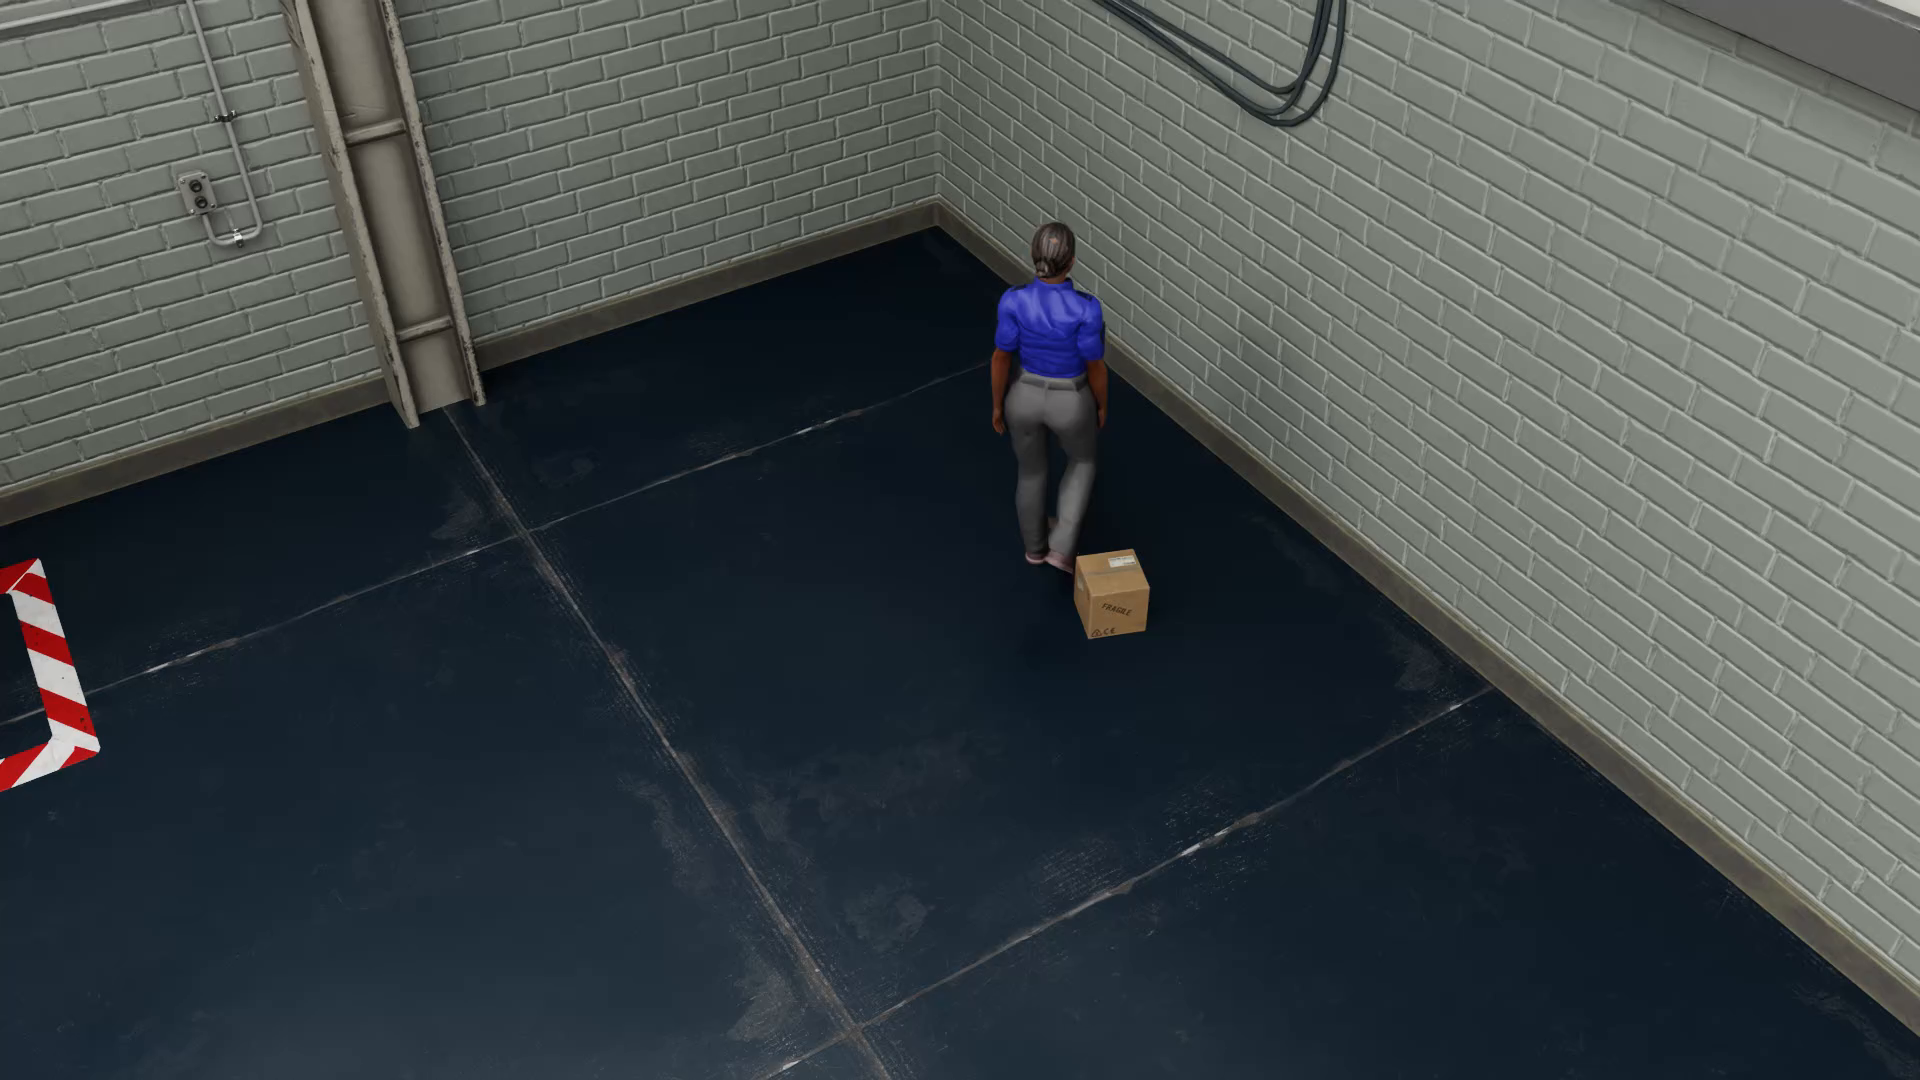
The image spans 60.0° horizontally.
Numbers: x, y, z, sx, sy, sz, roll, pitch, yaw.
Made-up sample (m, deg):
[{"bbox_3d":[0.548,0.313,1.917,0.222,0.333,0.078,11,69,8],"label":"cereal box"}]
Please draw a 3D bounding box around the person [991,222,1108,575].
[{"bbox_3d":[0.360,-0.541,6.767,0.469,1.661,0.474,10,42,11],"label":"person"}]
